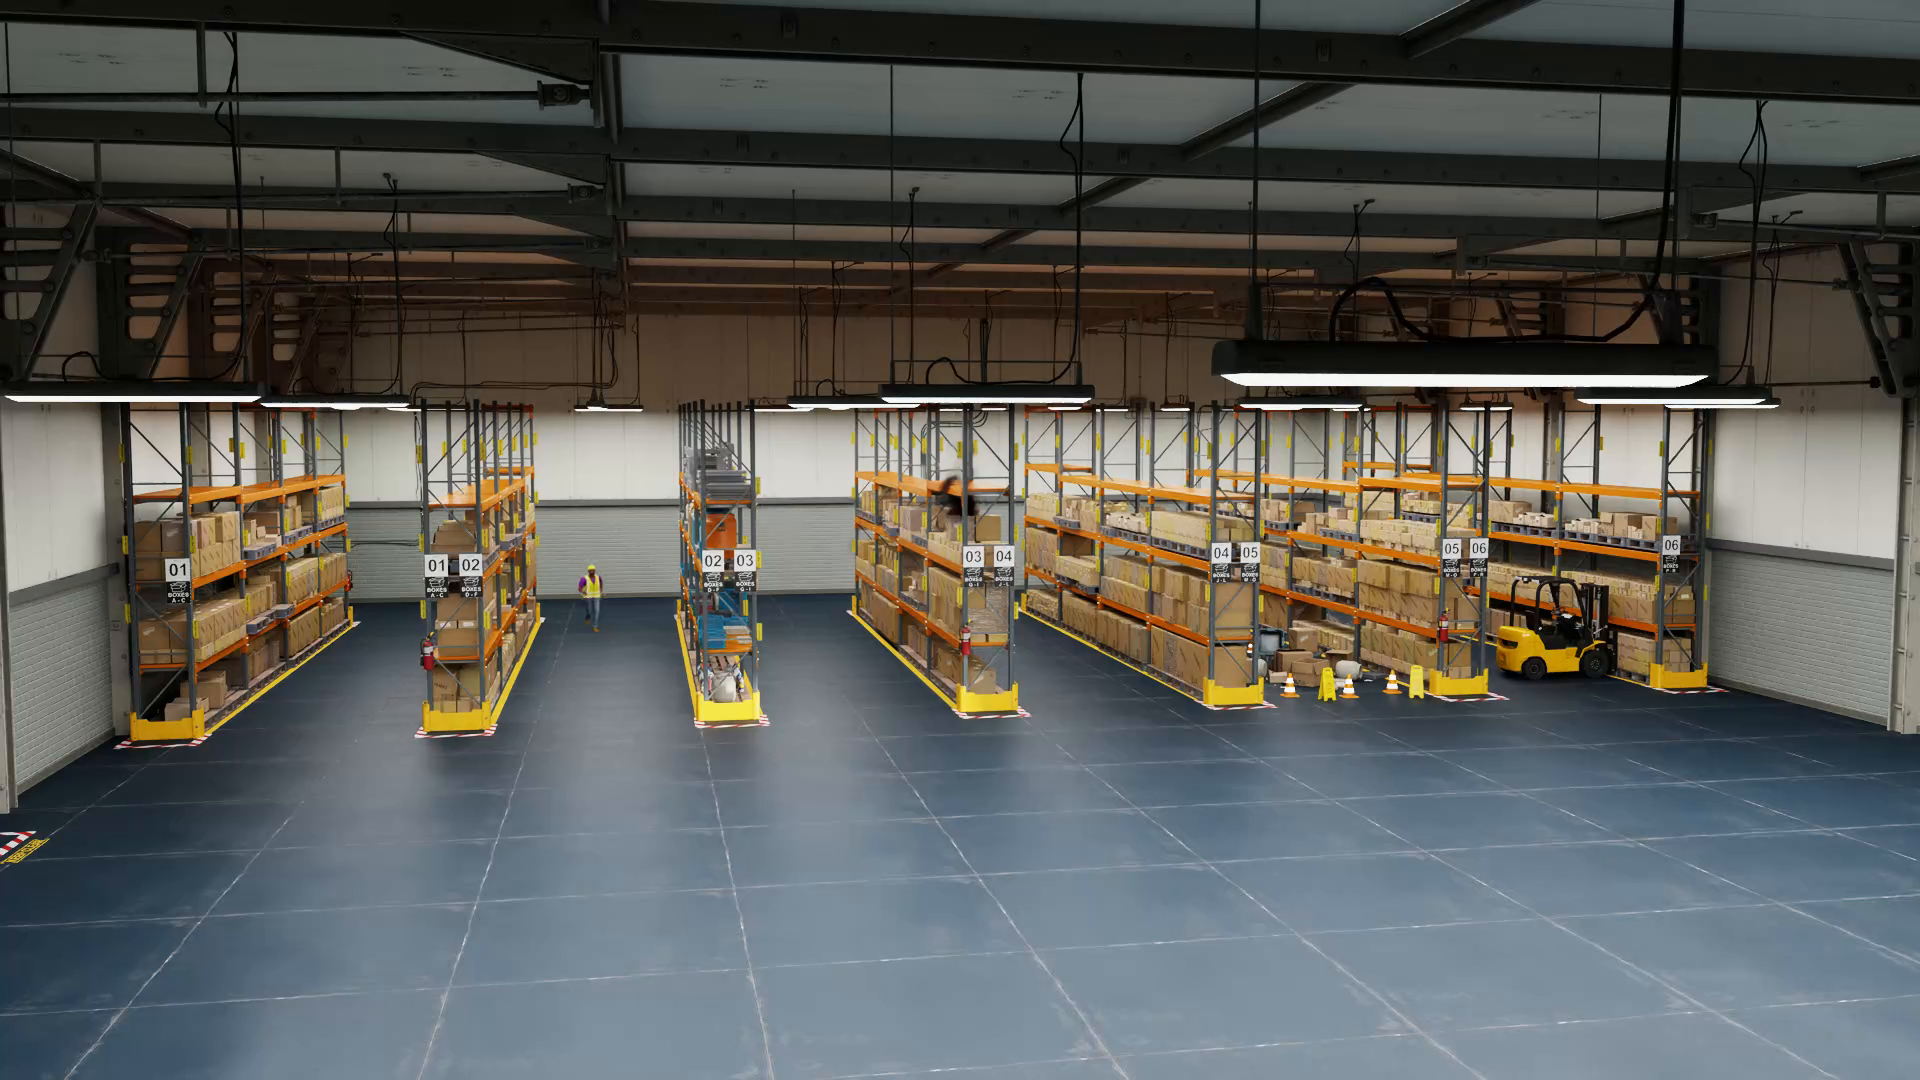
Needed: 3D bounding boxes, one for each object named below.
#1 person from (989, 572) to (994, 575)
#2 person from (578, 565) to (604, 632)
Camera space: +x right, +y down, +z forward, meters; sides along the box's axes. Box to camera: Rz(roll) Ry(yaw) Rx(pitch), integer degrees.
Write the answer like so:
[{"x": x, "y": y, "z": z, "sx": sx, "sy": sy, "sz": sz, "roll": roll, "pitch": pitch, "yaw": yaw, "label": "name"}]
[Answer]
[{"x": 0.868, "y": 1.349, "z": 47.020, "sx": 0.745, "sy": 1.656, "sz": 0.576, "roll": 0, "pitch": 4, "yaw": -2, "label": "person"}, {"x": -9.727, "y": 1.537, "z": 43.956, "sx": 0.703, "sy": 1.759, "sz": 0.875, "roll": -2, "pitch": 5, "yaw": -26, "label": "person"}]
